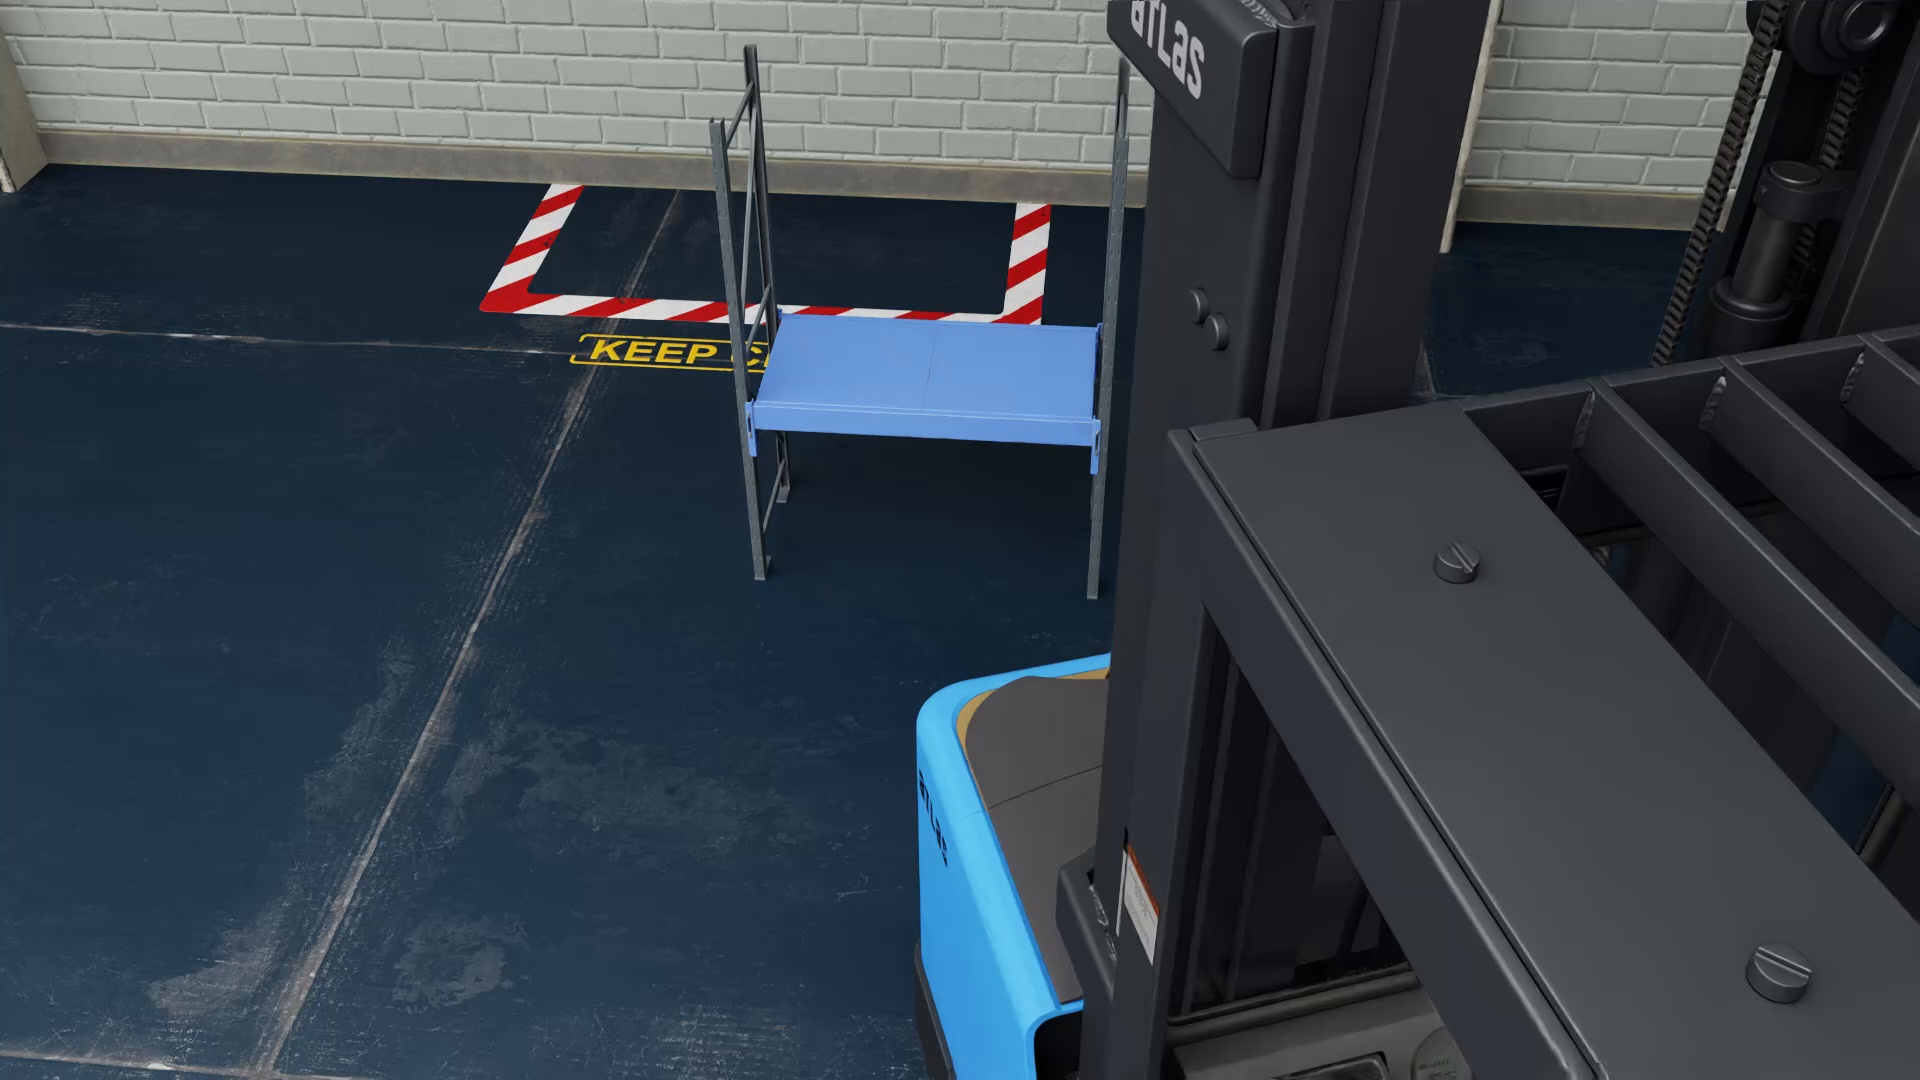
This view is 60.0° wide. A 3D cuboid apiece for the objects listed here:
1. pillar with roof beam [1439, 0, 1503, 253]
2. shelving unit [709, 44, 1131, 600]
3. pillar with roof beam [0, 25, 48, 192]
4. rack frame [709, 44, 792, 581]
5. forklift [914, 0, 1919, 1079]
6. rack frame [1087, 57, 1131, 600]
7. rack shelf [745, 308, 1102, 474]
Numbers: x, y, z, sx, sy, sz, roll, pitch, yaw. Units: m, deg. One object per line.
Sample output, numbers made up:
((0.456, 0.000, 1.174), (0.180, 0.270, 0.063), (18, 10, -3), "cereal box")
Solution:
((1.408, -2.040, 0.628), (0.400, 9.000, 9.100), (3, 39, 4), "pillar with roof beam")
((-0.085, -0.586, 4.782), (1.048, 1.500, 0.538), (3, 39, 4), "shelving unit")
((-4.570, -2.367, 1.030), (0.400, 9.000, 9.100), (3, 39, 4), "pillar with roof beam")
((-0.591, -0.614, 4.816), (0.032, 1.500, 0.500), (3, 39, 4), "rack frame")
((0.779, 0.799, 1.947), (1.130, 2.935, 3.031), (-10, 40, -12), "forklift")
((0.421, -0.559, 4.748), (0.032, 1.500, 0.500), (3, 39, 4), "rack frame")
((-0.085, -0.447, 4.896), (1.000, 0.185, 0.538), (3, 39, 4), "rack shelf")
